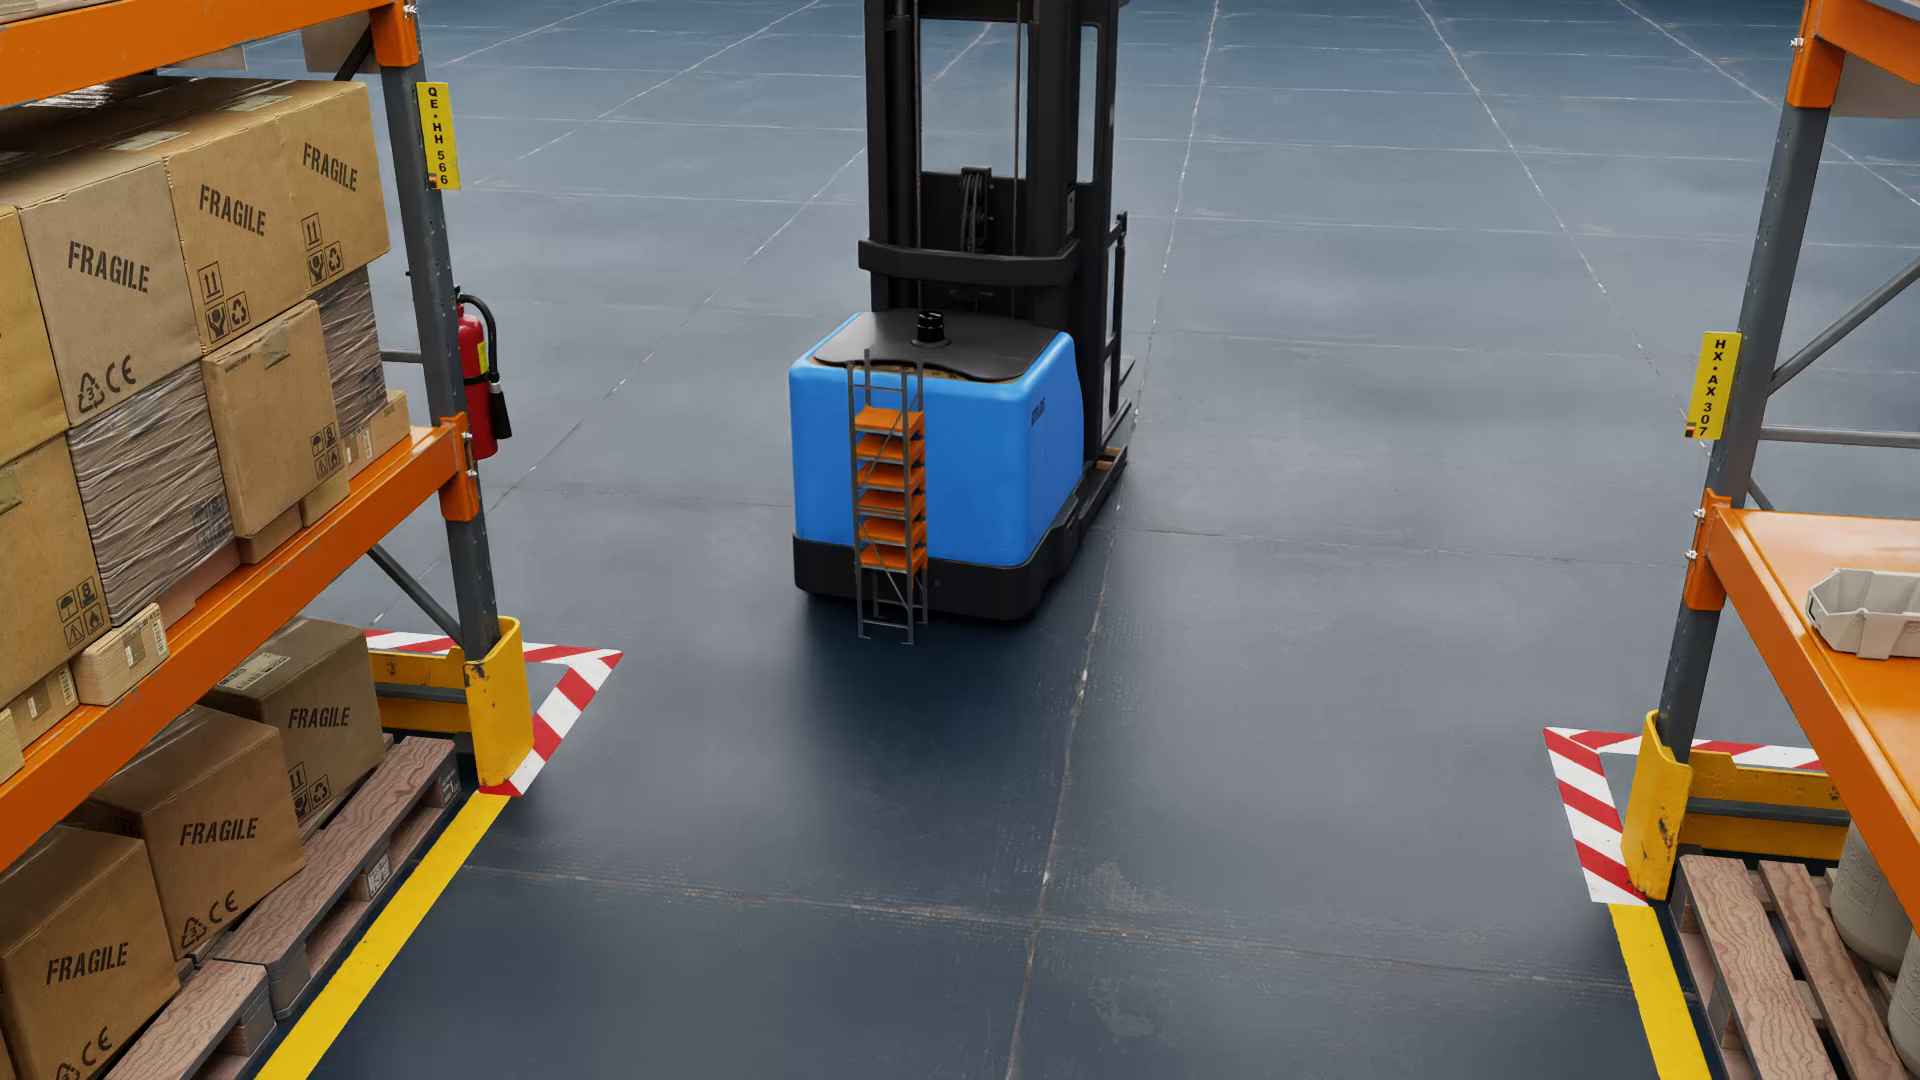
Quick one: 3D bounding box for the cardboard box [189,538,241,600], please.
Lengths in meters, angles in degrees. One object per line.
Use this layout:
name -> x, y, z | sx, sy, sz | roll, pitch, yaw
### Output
cardboard box -> -2.166, 0.040, 4.423 | 0.380, 0.149, 0.250 | 4, 25, 9

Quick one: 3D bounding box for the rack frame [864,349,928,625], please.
rack frame -> -0.255, -0.197, 6.743 | 0.240, 1.200, 0.006 | 8, 28, 16

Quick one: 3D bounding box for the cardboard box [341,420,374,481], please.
cardboard box -> -2.038, -0.274, 5.093 | 0.380, 0.149, 0.250 | 4, 25, 9

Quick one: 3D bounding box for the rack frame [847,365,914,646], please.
rack frame -> -0.311, -0.118, 6.587 | 0.240, 1.200, 0.006 | 8, 28, 16

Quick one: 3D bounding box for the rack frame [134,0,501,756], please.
rack frame -> -2.153, -0.625, 5.548 | 1.000, 3.000, 0.127 | 4, 25, 9

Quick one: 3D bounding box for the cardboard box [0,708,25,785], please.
cardboard box -> -2.243, 0.464, 3.517 | 0.380, 0.149, 0.250 | 4, 25, 9

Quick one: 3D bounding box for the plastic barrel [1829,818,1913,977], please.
plastic barrel -> 2.701, 0.935, 4.654 | 0.421, 0.512, 0.421 | 0, 25, 0

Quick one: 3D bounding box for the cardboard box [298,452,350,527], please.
cardboard box -> -2.028, -0.165, 4.862 | 0.380, 0.149, 0.250 | 4, 25, 9

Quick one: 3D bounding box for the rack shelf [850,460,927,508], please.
rack shelf -> -0.284, -0.225, 6.631 | 0.258, 0.103, 0.180 | 8, 28, 16

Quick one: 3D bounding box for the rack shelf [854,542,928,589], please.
rack shelf -> -0.280, 0.097, 6.792 | 0.258, 0.103, 0.180 | 8, 28, 16

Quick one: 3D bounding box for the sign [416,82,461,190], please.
sign -> -1.609, -1.246, 5.135 | 0.100, 0.325, 0.005 | 4, 25, 9

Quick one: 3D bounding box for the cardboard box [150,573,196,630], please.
cardboard box -> -2.184, 0.146, 4.197 | 0.380, 0.149, 0.250 | 4, 25, 9

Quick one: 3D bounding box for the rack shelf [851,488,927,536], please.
rack shelf -> -0.283, -0.118, 6.685 | 0.258, 0.103, 0.180 | 8, 28, 16

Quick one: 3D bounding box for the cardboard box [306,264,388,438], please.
cardboard box -> -2.270, -0.577, 4.976 | 0.875, 0.500, 0.500 | 4, 25, 9

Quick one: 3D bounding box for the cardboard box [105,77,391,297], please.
cardboard box -> -1.999, -1.011, 4.724 | 0.500, 0.500, 0.500 | 4, 25, 9

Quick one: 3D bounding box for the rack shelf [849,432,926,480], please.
rack shelf -> -0.285, -0.332, 6.577 | 0.258, 0.103, 0.180 | 8, 28, 16

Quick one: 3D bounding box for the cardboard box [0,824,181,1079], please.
cardboard box -> -2.457, 1.089, 4.338 | 0.500, 0.500, 0.500 | 6, 26, 13

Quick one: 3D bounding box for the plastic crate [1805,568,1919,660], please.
plastic crate -> 2.269, 0.189, 4.119 | 0.298, 0.136, 0.250 | 4, 25, 9

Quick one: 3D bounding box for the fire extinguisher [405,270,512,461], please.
fire extinguisher -> -1.680, -0.606, 5.598 | 0.296, 0.674, 0.183 | 4, 25, 9

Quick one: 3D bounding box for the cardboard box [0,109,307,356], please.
cardboard box -> -2.075, -0.802, 4.276 | 0.500, 0.500, 0.500 | 4, 25, 9

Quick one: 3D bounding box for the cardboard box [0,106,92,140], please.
cardboard box -> -2.601, -0.838, 4.355 | 0.500, 0.500, 0.500 | 4, 25, 9

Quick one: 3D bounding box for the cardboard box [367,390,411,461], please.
cardboard box -> -1.996, -0.378, 5.316 | 0.380, 0.149, 0.250 | 4, 25, 9

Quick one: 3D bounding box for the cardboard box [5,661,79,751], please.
cardboard box -> -2.247, 0.356, 3.747 | 0.380, 0.149, 0.250 | 4, 25, 9

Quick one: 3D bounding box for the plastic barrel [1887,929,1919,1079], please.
plastic barrel -> 2.619, 1.144, 4.206 | 0.421, 0.512, 0.421 | 0, 25, 0

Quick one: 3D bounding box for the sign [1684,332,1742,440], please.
sign -> 2.191, -0.448, 4.841 | 0.100, 0.325, 0.005 | 4, 25, 9

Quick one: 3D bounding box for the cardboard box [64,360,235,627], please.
cardboard box -> -2.358, -0.154, 4.071 | 0.875, 0.500, 0.500 | 4, 25, 9

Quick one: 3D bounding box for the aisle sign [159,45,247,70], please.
aisle sign -> -2.439, -1.850, 5.097 | 0.394, 0.787, 0.004 | 4, 25, 9

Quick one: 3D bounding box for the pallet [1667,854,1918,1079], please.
pallet -> 2.629, 1.355, 4.606 | 1.003, 0.211, 1.213 | 4, 25, 9

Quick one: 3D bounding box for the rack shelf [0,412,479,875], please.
rack shelf -> -2.480, 0.537, 3.913 | 1.077, 0.370, 4.000 | 4, 25, 9

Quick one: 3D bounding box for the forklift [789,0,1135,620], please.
forklift -> 0.214, -1.598, 7.706 | 1.130, 2.935, 3.031 | 8, 26, 16

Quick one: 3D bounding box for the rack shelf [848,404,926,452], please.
rack shelf -> -0.286, -0.439, 6.523 | 0.258, 0.103, 0.180 | 8, 28, 16

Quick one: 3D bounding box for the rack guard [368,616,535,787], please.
rack guard -> -2.166, 0.538, 6.010 | 1.175, 0.500, 0.348 | 4, 25, 9

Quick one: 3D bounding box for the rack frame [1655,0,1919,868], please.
rack frame -> 2.733, -0.282, 4.815 | 1.000, 3.000, 0.127 | 4, 25, 9

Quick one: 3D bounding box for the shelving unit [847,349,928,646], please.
shelving unit -> -0.283, -0.157, 6.665 | 0.258, 1.200, 0.189 | 8, 28, 16

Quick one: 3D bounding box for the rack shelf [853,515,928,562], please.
rack shelf -> -0.281, -0.011, 6.739 | 0.258, 0.103, 0.180 | 8, 28, 16

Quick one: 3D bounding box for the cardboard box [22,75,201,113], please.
cardboard box -> -2.512, -1.047, 4.801 | 0.500, 0.500, 0.500 | 4, 25, 9

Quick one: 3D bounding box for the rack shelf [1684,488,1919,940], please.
rack shelf -> 2.406, 0.880, 3.180 | 1.077, 0.370, 4.000 | 4, 25, 9

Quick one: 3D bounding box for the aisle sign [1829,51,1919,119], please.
aisle sign -> 2.456, -1.510, 4.371 | 0.394, 0.787, 0.004 | 4, 25, 9

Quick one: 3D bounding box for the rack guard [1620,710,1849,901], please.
rack guard -> 2.767, 0.885, 5.270 | 1.175, 0.500, 0.348 | 4, 25, 9

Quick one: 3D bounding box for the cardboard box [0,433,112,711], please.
cardboard box -> -2.451, 0.055, 3.626 | 0.875, 0.500, 0.500 | 4, 25, 9

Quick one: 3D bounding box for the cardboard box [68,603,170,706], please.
cardboard box -> -2.138, 0.256, 3.960 | 0.380, 0.149, 0.250 | 4, 25, 9

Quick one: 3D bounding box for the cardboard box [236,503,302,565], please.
cardboard box -> -2.084, -0.062, 4.641 | 0.380, 0.149, 0.250 | 4, 25, 9

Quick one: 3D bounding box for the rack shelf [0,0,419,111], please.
rack shelf -> -2.480, -0.822, 3.277 | 1.077, 0.370, 4.000 | 4, 25, 9

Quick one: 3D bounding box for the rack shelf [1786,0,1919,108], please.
rack shelf -> 2.406, -0.479, 2.544 | 1.077, 0.370, 4.000 | 4, 25, 9

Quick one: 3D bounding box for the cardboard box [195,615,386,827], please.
cardboard box -> -2.272, 0.577, 5.433 | 0.500, 0.500, 0.500 | 9, 27, 18

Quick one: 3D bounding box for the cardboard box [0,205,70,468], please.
cardboard box -> -2.250, -0.384, 3.384 | 0.500, 0.500, 0.500 | 4, 25, 9

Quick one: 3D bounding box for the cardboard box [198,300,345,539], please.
cardboard box -> -2.234, -0.360, 4.512 | 0.875, 0.500, 0.500 | 4, 25, 9

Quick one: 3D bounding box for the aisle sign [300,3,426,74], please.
aisle sign -> -1.847, -1.808, 5.008 | 0.394, 0.787, 0.004 | 4, 25, 9

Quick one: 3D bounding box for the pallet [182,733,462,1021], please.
pallet -> -2.333, 1.007, 5.350 | 1.003, 0.211, 1.213 | 4, 25, 9

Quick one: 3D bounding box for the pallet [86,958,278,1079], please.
pallet -> -2.535, 1.515, 4.264 | 1.003, 0.211, 1.213 | 4, 25, 9

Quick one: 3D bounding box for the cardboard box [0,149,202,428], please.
cardboard box -> -2.160, -0.593, 3.830 | 0.500, 0.500, 0.500 | 4, 25, 9

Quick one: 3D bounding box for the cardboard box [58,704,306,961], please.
cardboard box -> -2.336, 0.829, 4.894 | 0.500, 0.500, 0.500 | 11, 27, 22
